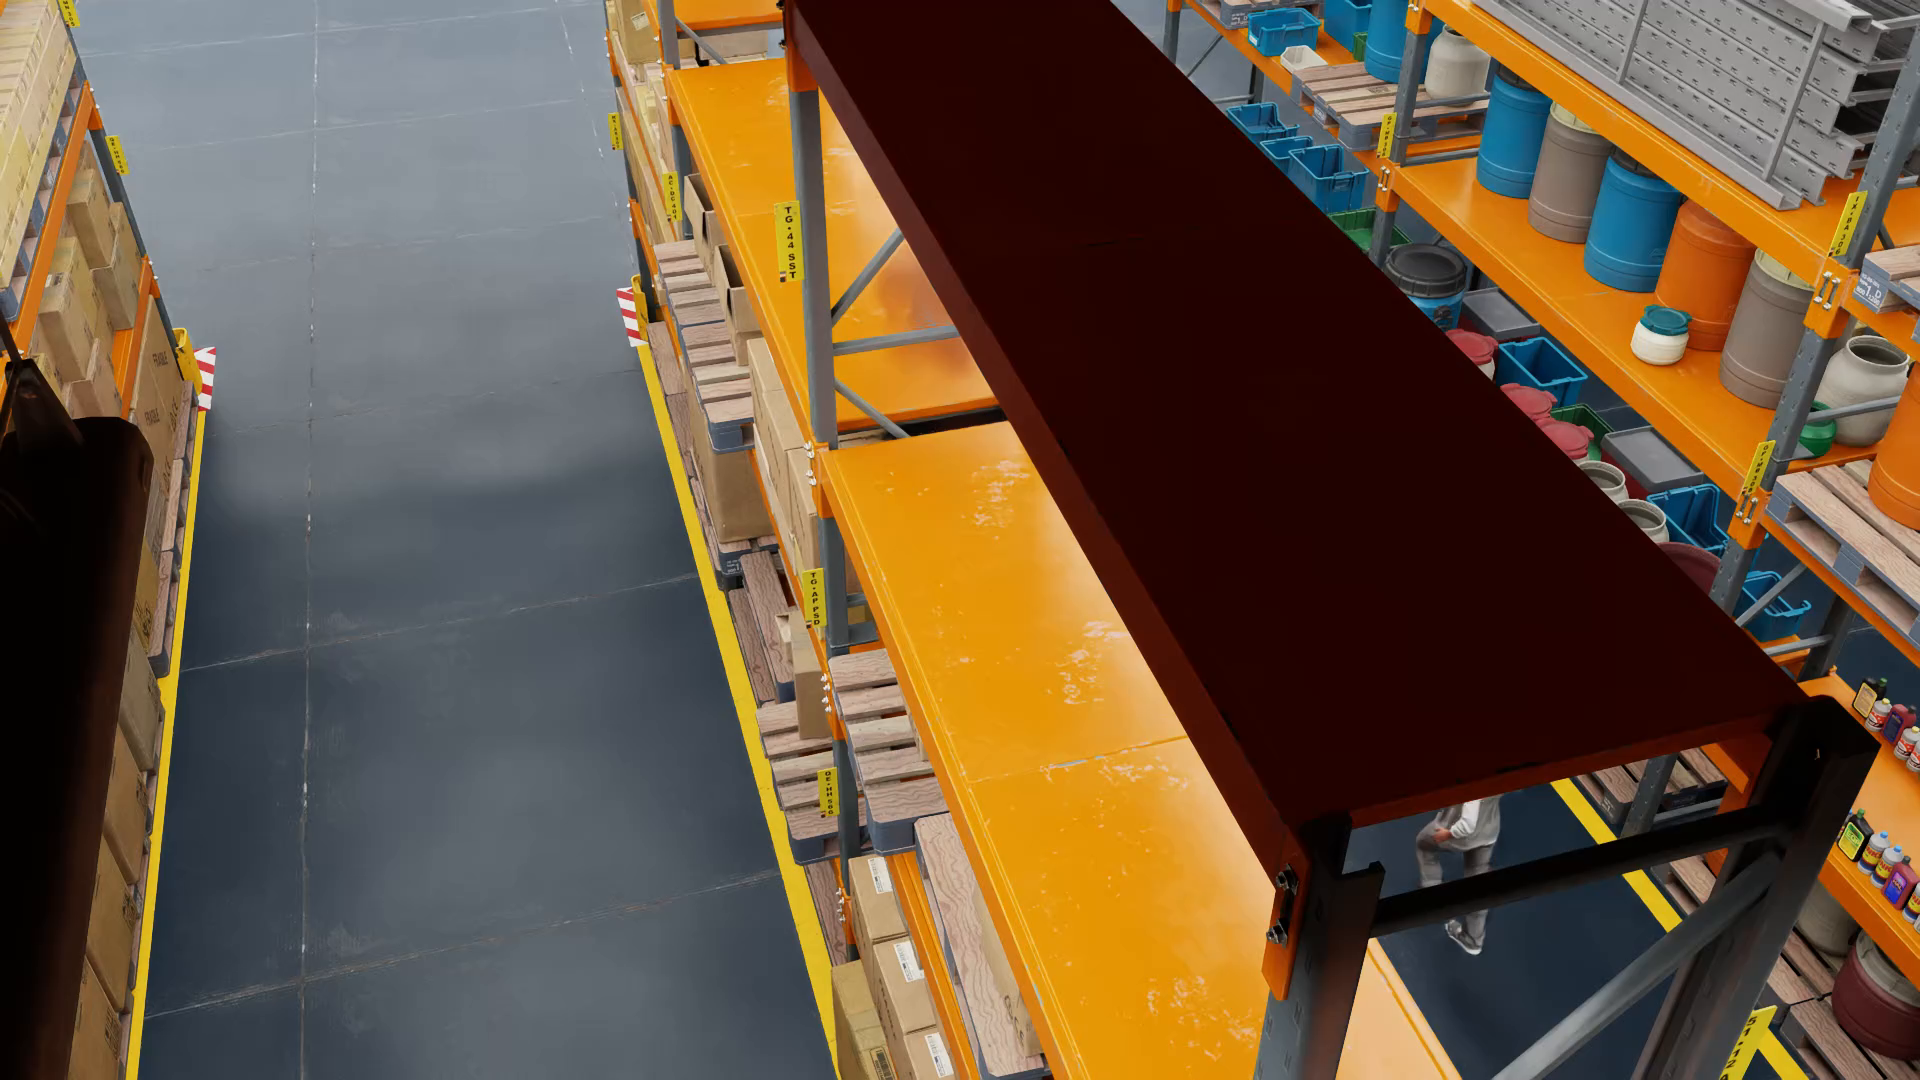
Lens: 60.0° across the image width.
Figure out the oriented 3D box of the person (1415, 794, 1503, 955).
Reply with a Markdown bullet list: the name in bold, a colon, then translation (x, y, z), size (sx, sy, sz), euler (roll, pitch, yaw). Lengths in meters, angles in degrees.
- **person**: translation (2.738, 1.595, 9.090), size (0.471, 1.648, 0.658), euler (-14, 40, -17)
